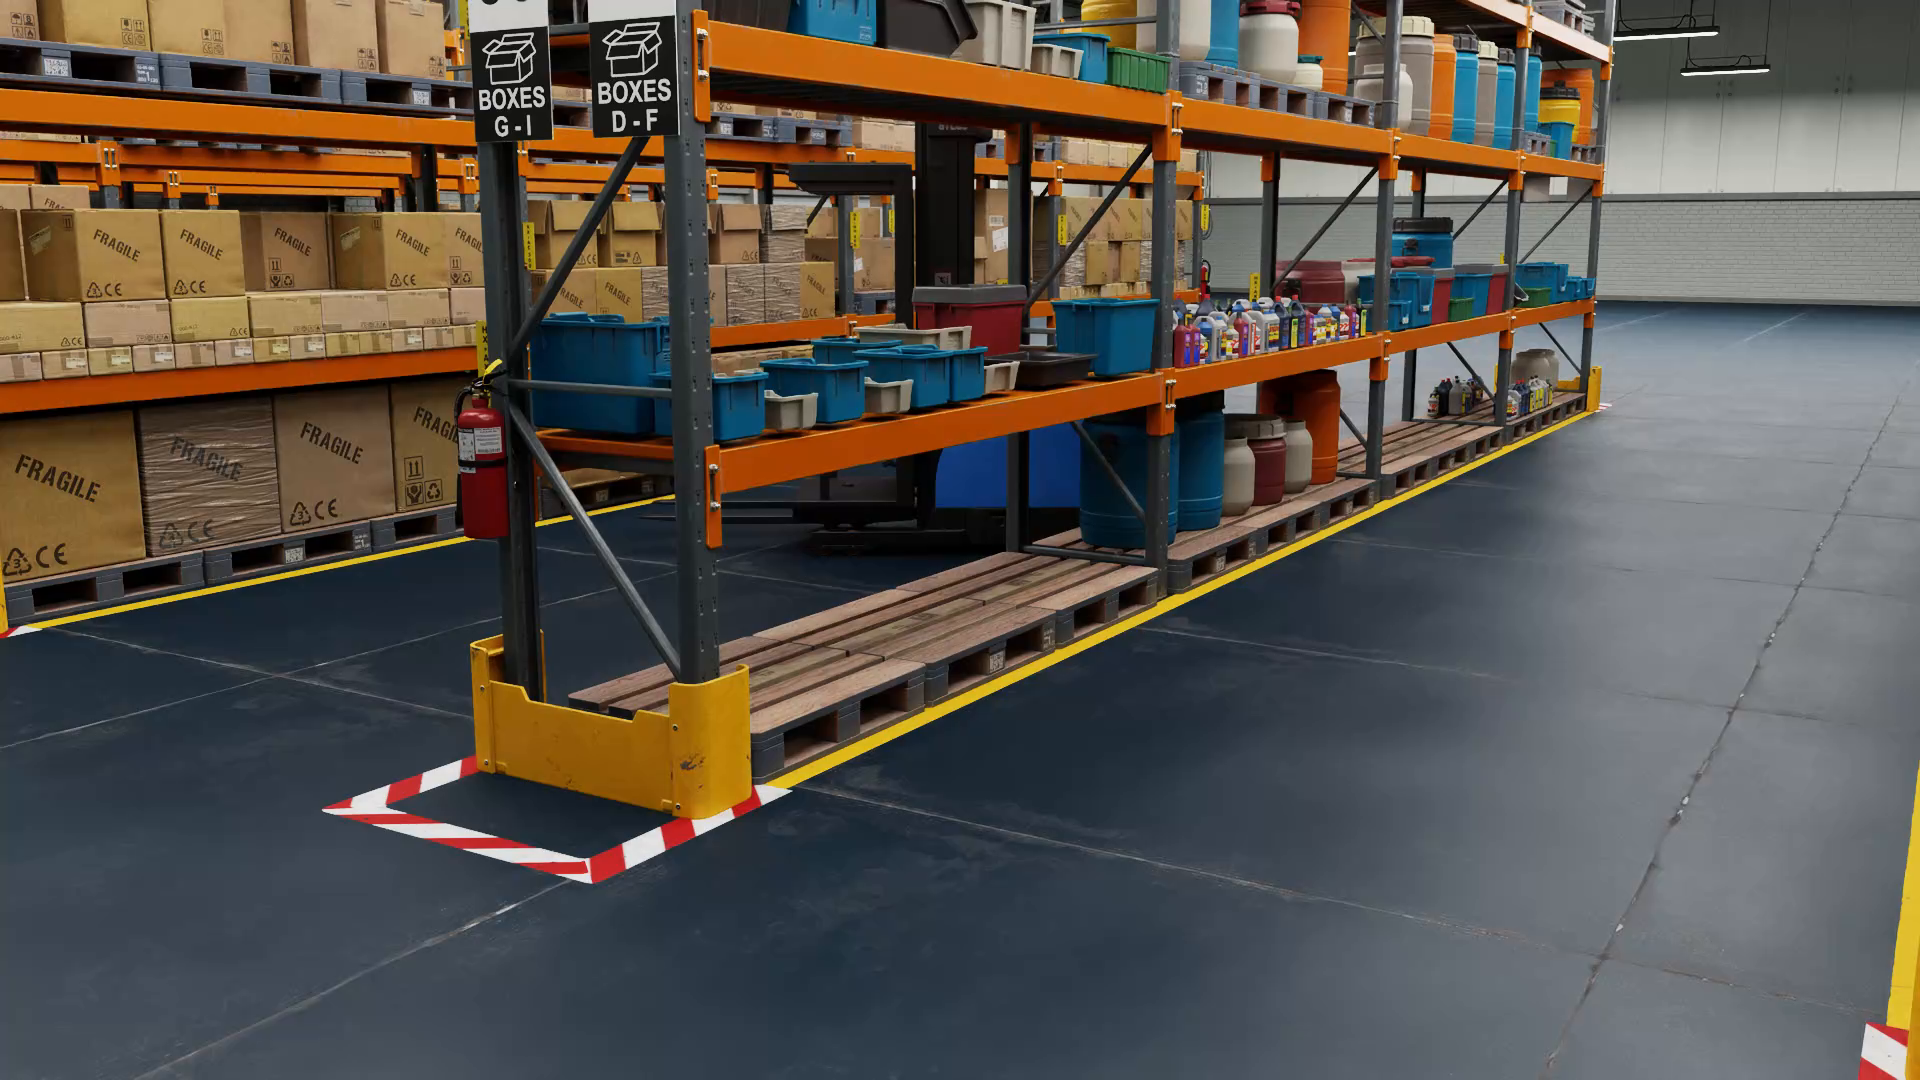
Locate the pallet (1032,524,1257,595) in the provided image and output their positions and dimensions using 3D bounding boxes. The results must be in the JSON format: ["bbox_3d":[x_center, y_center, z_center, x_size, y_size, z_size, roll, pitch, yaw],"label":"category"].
[{"bbox_3d":[1.170,0.074,10.399,1.003,0.211,1.213,6,12,31],"label":"pallet"}]

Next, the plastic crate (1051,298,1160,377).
[{"bbox_3d":[0.783,-1.095,8.946,0.392,0.384,0.575,6,12,31],"label":"plastic crate"}]

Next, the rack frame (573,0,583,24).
[{"bbox_3d":[-5.739,-7.435,26.629,1.000,3.000,0.127,6,12,31],"label":"rack frame"}]

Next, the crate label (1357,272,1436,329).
[{"bbox_3d":[3.557,-1.956,13.570,0.502,0.435,0.616,6,12,31],"label":"crate label"}]

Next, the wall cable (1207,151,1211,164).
[{"bbox_3d":[9.432,-13.638,54.477,3.097,2.526,0.112,6,12,31],"label":"wall cable"}]

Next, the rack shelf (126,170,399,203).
[{"bbox_3d":[-8.854,-4.664,21.931,1.077,0.370,4.000,6,12,31],"label":"rack shelf"}]

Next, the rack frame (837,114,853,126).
[{"bbox_3d":[-1.423,-5.230,14.852,1.000,3.000,0.127,6,12,31],"label":"rack frame"}]

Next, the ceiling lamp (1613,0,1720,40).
[{"bbox_3d":[14.133,-11.598,33.002,2.000,3.185,0.800,6,12,31],"label":"ceiling lamp"}]

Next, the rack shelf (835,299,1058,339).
[{"bbox_3d":[-0.385,-2.242,17.150,1.077,0.370,4.000,6,12,31],"label":"rack shelf"}]

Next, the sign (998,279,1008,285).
[{"bbox_3d":[0.264,-1.368,9.773,0.100,0.325,0.005,6,12,31],"label":"sign"}]

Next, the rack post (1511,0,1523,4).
[{"bbox_3d":[3.938,-5.166,13.968,1.013,1.000,3.121,6,12,31],"label":"rack post"}]

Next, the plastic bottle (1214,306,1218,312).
[{"bbox_3d":[1.796,-1.562,11.911,0.097,0.271,0.097,0,11,0],"label":"plastic bottle"}]

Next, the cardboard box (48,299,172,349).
[{"bbox_3d":[-4.832,-1.228,9.375,0.500,0.250,0.500,6,12,30],"label":"cardboard box"}]

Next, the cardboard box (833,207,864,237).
[{"bbox_3d":[-1.889,-4.484,23.826,0.875,0.550,0.550,6,12,31],"label":"cardboard box"}]

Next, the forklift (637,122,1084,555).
[{"bbox_3d":[-0.623,-1.438,11.086,3.031,2.935,1.130,0,11,-1],"label":"forklift"}]

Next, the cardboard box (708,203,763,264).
[{"bbox_3d":[-2.157,-2.608,14.150,0.797,0.503,0.637,7,13,32],"label":"cardboard box"}]

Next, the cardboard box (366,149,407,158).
[{"bbox_3d":[-5.937,-4.101,16.698,0.500,0.500,0.500,6,12,31],"label":"cardboard box"}]

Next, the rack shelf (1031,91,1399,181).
[{"bbox_3d":[1.772,-2.615,10.986,1.077,0.370,4.000,6,12,31],"label":"rack shelf"}]

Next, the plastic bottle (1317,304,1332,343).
[{"bbox_3d":[2.567,-1.527,11.722,0.097,0.271,0.097,0,11,0],"label":"plastic bottle"}]

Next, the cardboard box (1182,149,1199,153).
[{"bbox_3d":[2.853,-5.063,21.433,0.380,0.149,0.250,6,12,31],"label":"cardboard box"}]

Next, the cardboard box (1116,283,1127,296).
[{"bbox_3d":[1.790,-3.029,20.081,0.380,0.149,0.250,6,12,31],"label":"cardboard box"}]

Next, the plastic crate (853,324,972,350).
[{"bbox_3d":[-0.217,-0.928,8.333,0.437,0.282,0.530,6,12,31],"label":"plastic crate"}]

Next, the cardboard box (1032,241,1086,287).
[{"bbox_3d":[0.940,-3.171,19.074,0.875,0.500,0.500,6,12,31],"label":"cardboard box"}]

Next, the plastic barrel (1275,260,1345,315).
[{"bbox_3d":[2.792,-1.977,13.408,0.600,0.536,0.708,6,12,31],"label":"plastic barrel"}]

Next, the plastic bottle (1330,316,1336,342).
[{"bbox_3d":[2.618,-1.508,11.810,0.097,0.201,0.097,0,11,0],"label":"plastic bottle"}]

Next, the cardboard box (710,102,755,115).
[{"bbox_3d":[-2.051,-3.764,13.761,0.500,0.500,0.500,7,13,34],"label":"cardboard box"}]

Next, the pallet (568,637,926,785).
[{"bbox_3d":[-0.882,0.695,7.085,1.003,0.211,1.213,6,12,31],"label":"pallet"}]

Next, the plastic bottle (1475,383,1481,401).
[{"bbox_3d":[5.702,-1.636,18.363,0.097,0.201,0.097,0,11,0],"label":"plastic bottle"}]

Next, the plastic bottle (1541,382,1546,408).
[{"bbox_3d":[6.159,-1.554,17.726,0.152,0.276,0.135,6,12,29],"label":"plastic bottle"}]

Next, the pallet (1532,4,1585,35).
[{"bbox_3d":[5.924,-5.422,17.474,1.003,0.211,1.213,6,12,31],"label":"pallet"}]

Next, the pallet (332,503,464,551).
[{"bbox_3d":[-3.961,-0.170,11.701,1.003,0.211,1.213,6,12,31],"label":"pallet"}]

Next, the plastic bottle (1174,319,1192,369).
[{"bbox_3d":[1.289,-1.139,9.617,0.061,0.283,0.133,6,12,31],"label":"plastic bottle"}]

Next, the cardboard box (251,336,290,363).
[{"bbox_3d":[-4.313,-1.166,10.129,0.380,0.149,0.250,6,12,29],"label":"cardboard box"}]

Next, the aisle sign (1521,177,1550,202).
[{"bbox_3d":[6.751,-4.384,19.568,0.394,0.787,0.004,6,12,31],"label":"aisle sign"}]

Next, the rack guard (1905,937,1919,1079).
[{"bbox_3d":[2.928,1.140,3.919,1.175,0.500,0.348,6,12,31],"label":"rack guard"}]

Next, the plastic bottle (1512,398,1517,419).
[{"bbox_3d":[5.533,-1.318,16.668,0.097,0.201,0.097,0,11,0],"label":"plastic bottle"}]

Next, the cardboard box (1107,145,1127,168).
[{"bbox_3d":[1.644,-4.518,19.608,0.500,0.250,0.500,6,12,28],"label":"cardboard box"}]

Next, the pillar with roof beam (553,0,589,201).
[{"bbox_3d":[-4.321,-8.418,31.878,9.100,9.000,0.548,6,12,31],"label":"pillar with roof beam"}]

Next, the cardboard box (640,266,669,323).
[{"bbox_3d":[-2.527,-1.908,13.136,0.500,0.500,0.500,6,12,29],"label":"cardboard box"}]

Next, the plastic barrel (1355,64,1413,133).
[{"bbox_3d":[3.233,-3.357,12.694,0.421,0.512,0.421,0,11,0],"label":"plastic barrel"}]

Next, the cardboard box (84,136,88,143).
[{"bbox_3d":[-10.244,-4.784,19.208,0.700,0.500,0.500,6,12,28],"label":"cardboard box"}]

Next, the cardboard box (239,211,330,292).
[{"bbox_3d":[-4.495,-1.884,10.840,0.500,0.500,0.500,6,12,29],"label":"cardboard box"}]

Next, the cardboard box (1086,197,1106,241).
[{"bbox_3d":[1.363,-3.723,19.305,0.500,0.500,0.500,6,12,31],"label":"cardboard box"}]

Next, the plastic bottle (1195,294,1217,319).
[{"bbox_3d":[1.703,-1.511,11.420,0.144,0.351,0.185,6,12,31],"label":"plastic bottle"}]

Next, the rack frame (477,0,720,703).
[{"bbox_3d":[-1.343,-0.550,6.156,1.000,3.000,0.127,6,12,31],"label":"rack frame"}]

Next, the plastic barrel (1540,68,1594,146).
[{"bbox_3d":[6.820,-4.870,18.770,0.600,0.830,0.708,6,12,31],"label":"plastic barrel"}]

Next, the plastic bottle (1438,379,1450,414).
[{"bbox_3d":[4.975,-1.480,17.128,0.144,0.351,0.185,6,12,29],"label":"plastic bottle"}]

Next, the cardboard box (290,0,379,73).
[{"bbox_3d":[-4.138,-3.219,10.573,0.700,0.500,0.500,7,13,34],"label":"cardboard box"}]

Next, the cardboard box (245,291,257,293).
[{"bbox_3d":[-4.757,-1.439,10.505,0.500,0.250,0.500,6,12,31],"label":"cardboard box"}]

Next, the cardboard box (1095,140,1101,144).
[{"bbox_3d":[1.416,-4.661,19.285,0.380,0.149,0.250,7,13,32],"label":"cardboard box"}]

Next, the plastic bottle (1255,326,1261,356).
[{"bbox_3d":[1.864,-1.279,10.590,0.097,0.201,0.097,0,11,0],"label":"plastic bottle"}]

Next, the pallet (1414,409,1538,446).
[{"bbox_3d":[5.271,-1.168,17.036,1.003,0.211,1.213,6,12,31],"label":"pallet"}]

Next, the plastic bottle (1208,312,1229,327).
[{"bbox_3d":[1.650,-1.315,10.577,0.152,0.276,0.135,6,12,31],"label":"plastic bottle"}]

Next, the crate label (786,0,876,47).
[{"bbox_3d":[-0.588,-2.066,6.503,0.408,0.251,0.502,6,12,31],"label":"crate label"}]

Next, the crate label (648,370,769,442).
[{"bbox_3d":[-0.934,-0.505,6.205,0.416,0.233,0.303,6,12,31],"label":"crate label"}]
